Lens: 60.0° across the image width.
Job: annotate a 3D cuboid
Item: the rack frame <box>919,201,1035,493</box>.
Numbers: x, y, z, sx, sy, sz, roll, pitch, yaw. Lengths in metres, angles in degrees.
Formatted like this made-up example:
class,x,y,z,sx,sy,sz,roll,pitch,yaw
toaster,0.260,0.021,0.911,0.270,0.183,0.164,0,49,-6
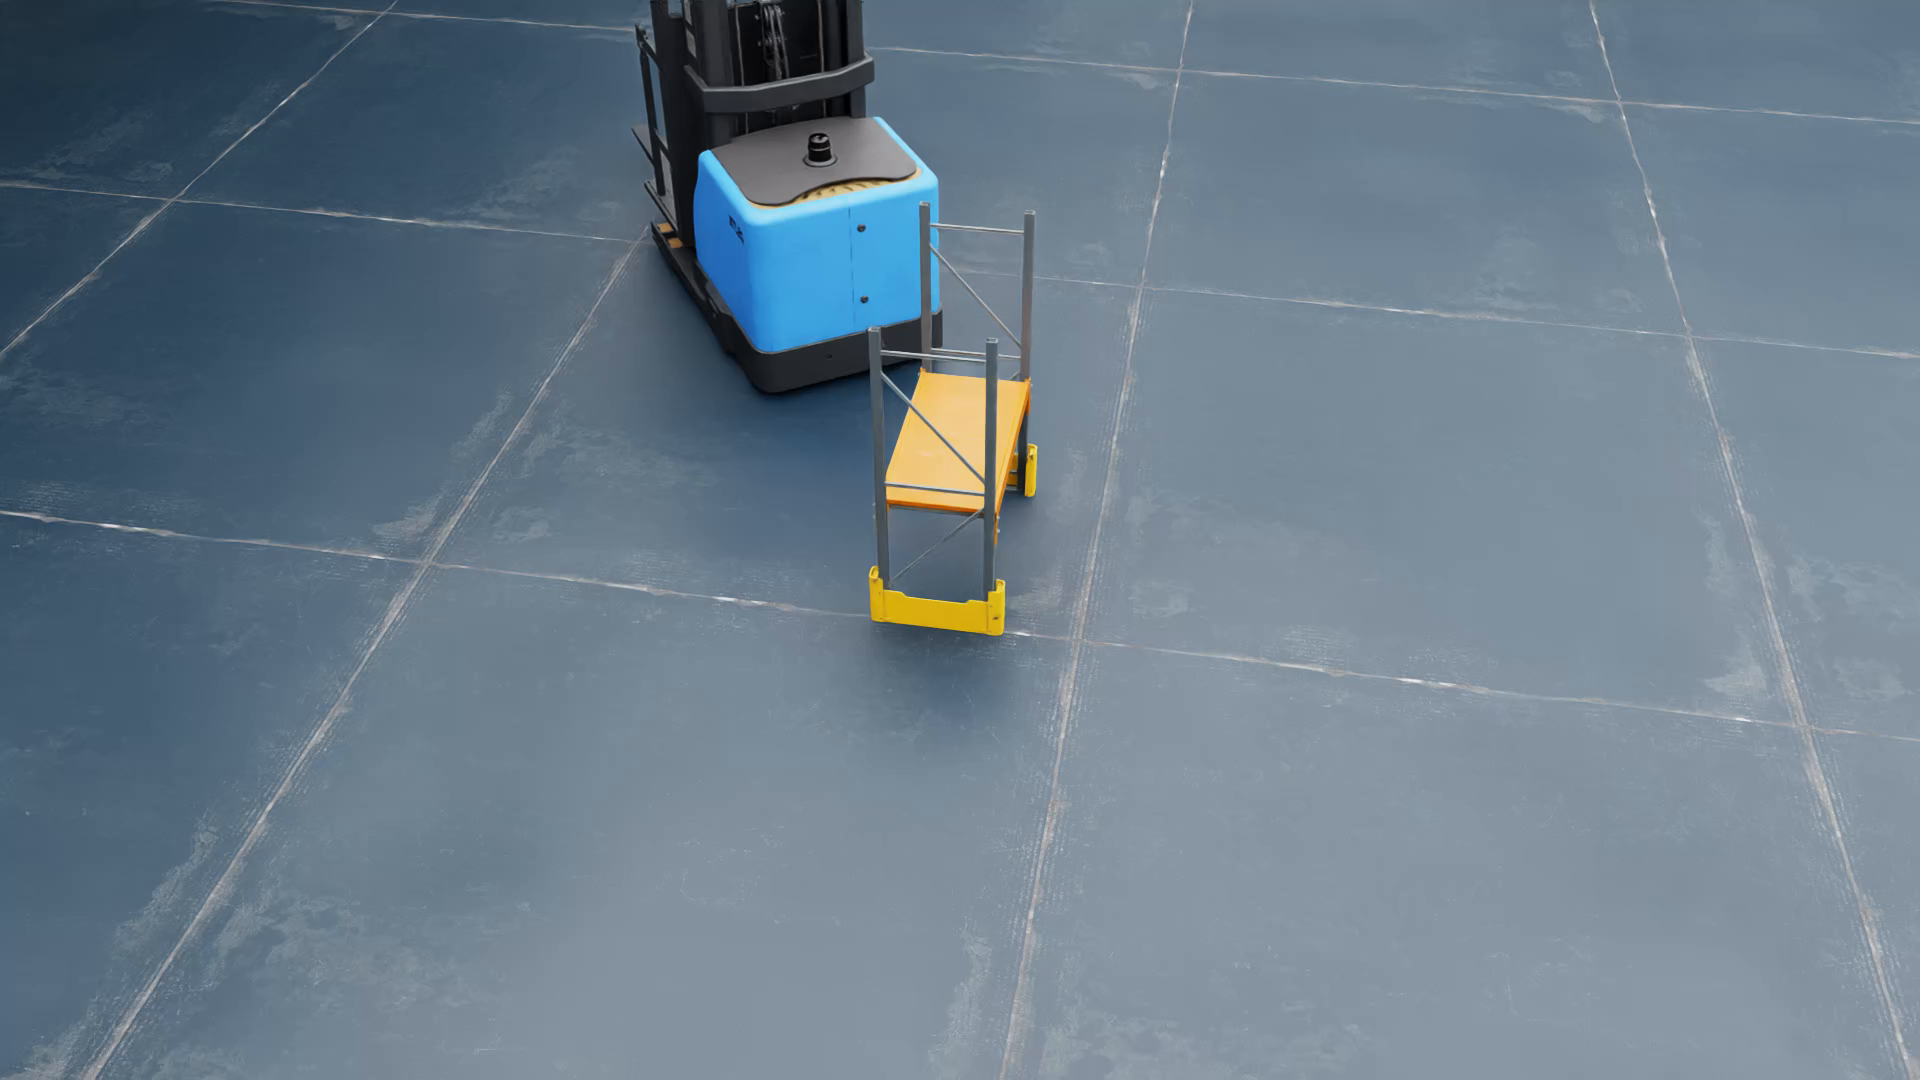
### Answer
class,x,y,z,sx,sy,sz,roll,pitch,yaw
rack frame,0.073,-0.844,7.593,0.500,1.500,0.032,6,40,8

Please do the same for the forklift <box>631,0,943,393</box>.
class,x,y,z,sx,sy,sz,roll,pitch,yaw
forklift,-1.163,-2.826,8.868,1.130,2.935,3.031,-16,42,-19

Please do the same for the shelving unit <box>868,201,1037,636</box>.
class,x,y,z,sx,sy,sz,roll,pitch,yaw
shelving unit,-0.013,-0.530,7.214,0.587,1.500,1.083,6,40,8

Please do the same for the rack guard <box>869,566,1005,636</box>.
class,x,y,z,sx,sy,sz,roll,pitch,yaw
rack guard,-0.099,0.264,7.234,0.587,0.250,0.087,6,40,8

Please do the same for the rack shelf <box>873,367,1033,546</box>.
class,x,y,z,sx,sy,sz,roll,pitch,yaw
rack shelf,-0.015,-0.386,7.322,0.538,0.185,1.000,6,40,8

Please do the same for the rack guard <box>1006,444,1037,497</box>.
class,x,y,z,sx,sy,sz,roll,pitch,yaw
rack guard,0.073,-0.361,7.991,0.587,0.250,0.087,6,40,8

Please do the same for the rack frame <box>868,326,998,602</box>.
class,x,y,z,sx,sy,sz,roll,pitch,yaw
rack frame,-0.103,-0.205,6.821,0.500,1.500,0.032,6,40,8
